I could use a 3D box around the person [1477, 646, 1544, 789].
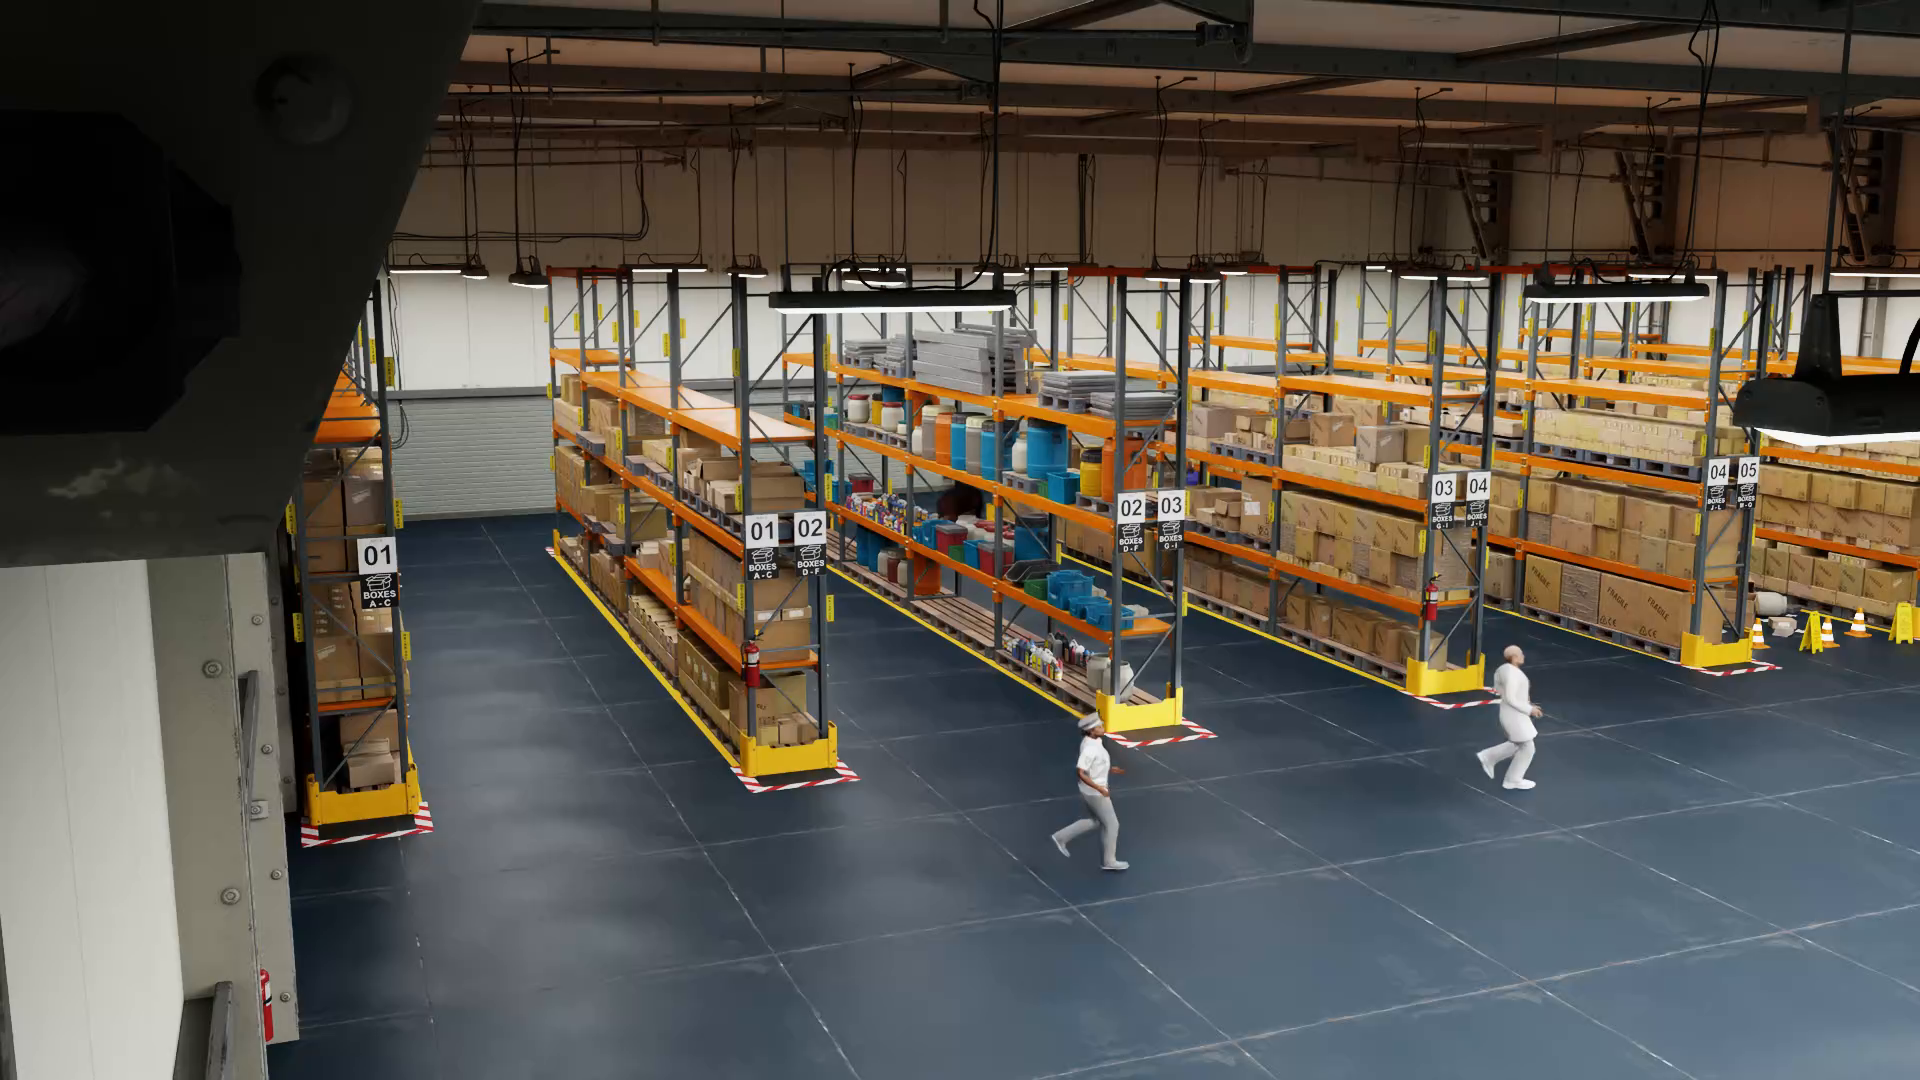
[{"bbox_3d":[6.507,2.093,19.655,0.656,1.725,0.708,1,10,5],"label":"person"}]

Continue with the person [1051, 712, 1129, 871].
[{"bbox_3d":[1.353,2.575,17.068,0.786,1.666,0.588,0,10,1],"label":"person"}]

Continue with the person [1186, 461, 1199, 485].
[{"bbox_3d":[5.167,-0.946,37.418,0.589,1.647,0.916,-3,10,-17],"label":"person"}]
